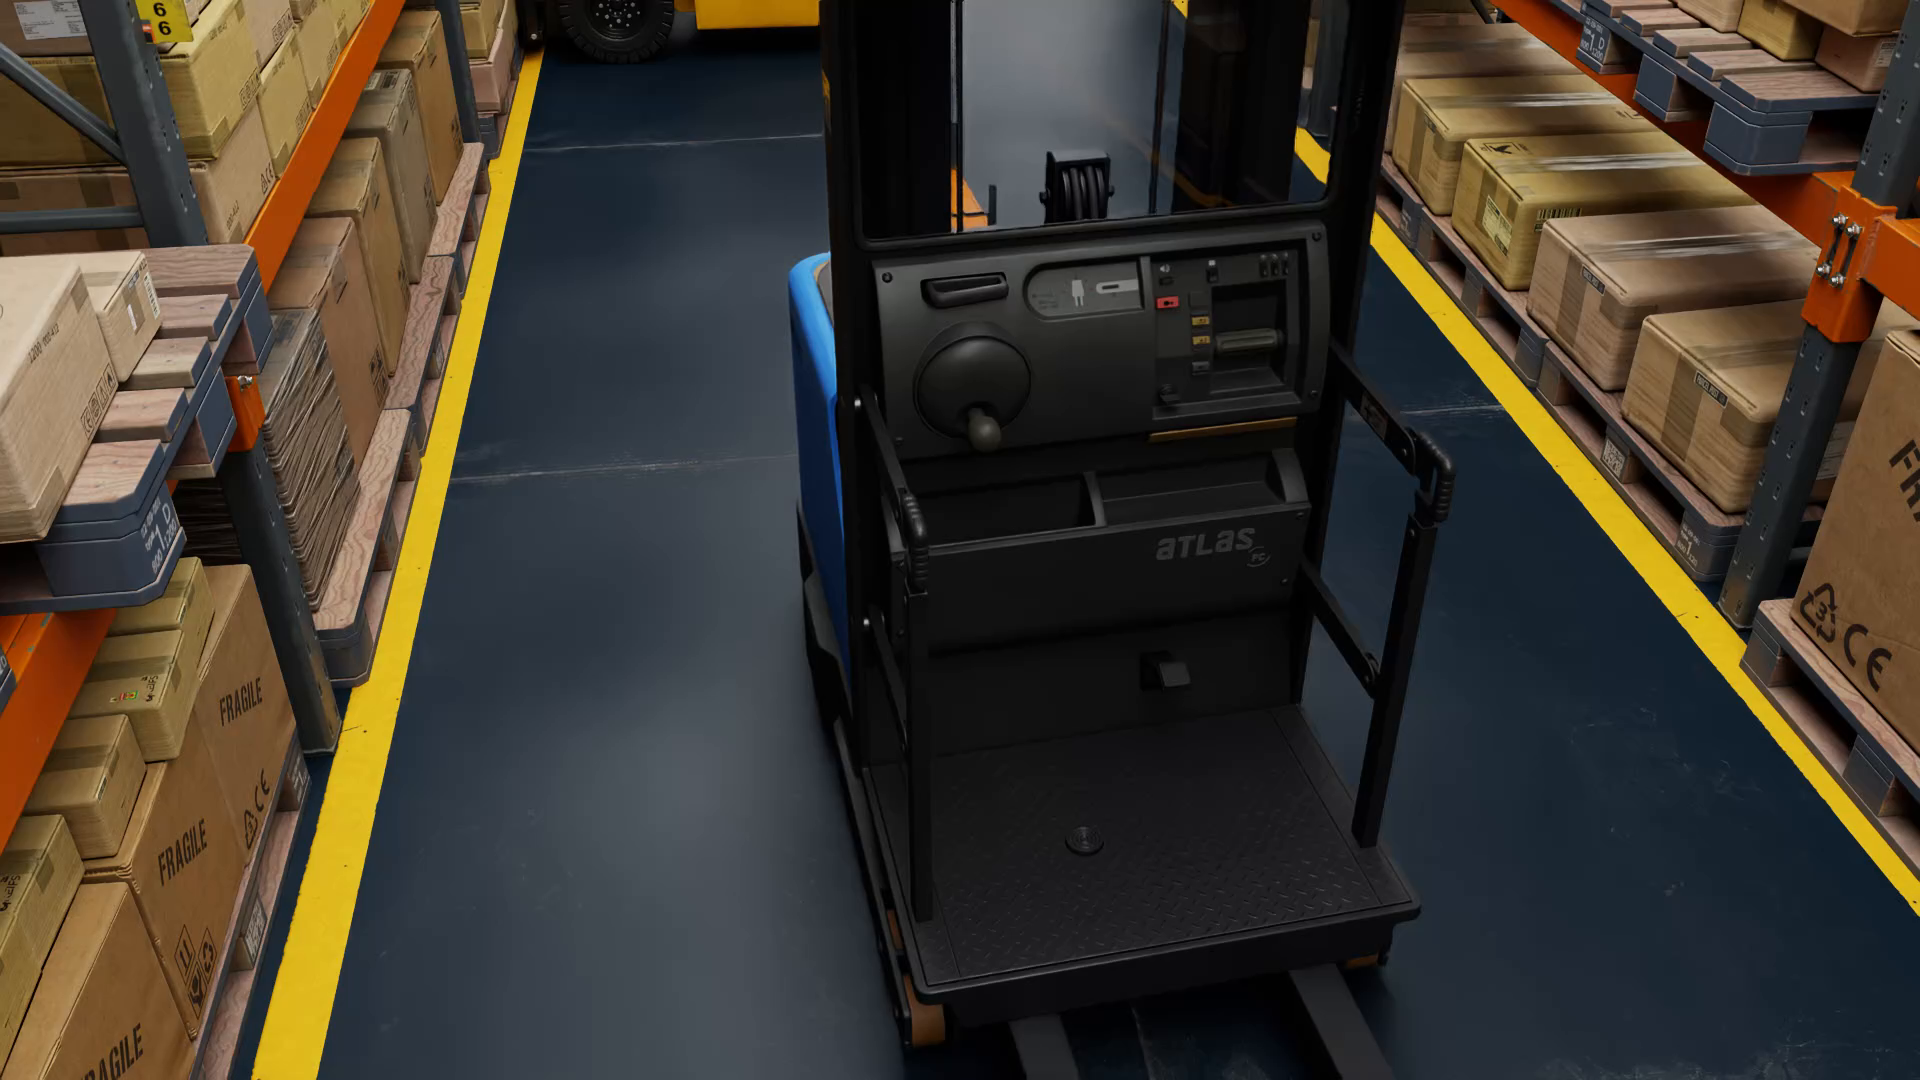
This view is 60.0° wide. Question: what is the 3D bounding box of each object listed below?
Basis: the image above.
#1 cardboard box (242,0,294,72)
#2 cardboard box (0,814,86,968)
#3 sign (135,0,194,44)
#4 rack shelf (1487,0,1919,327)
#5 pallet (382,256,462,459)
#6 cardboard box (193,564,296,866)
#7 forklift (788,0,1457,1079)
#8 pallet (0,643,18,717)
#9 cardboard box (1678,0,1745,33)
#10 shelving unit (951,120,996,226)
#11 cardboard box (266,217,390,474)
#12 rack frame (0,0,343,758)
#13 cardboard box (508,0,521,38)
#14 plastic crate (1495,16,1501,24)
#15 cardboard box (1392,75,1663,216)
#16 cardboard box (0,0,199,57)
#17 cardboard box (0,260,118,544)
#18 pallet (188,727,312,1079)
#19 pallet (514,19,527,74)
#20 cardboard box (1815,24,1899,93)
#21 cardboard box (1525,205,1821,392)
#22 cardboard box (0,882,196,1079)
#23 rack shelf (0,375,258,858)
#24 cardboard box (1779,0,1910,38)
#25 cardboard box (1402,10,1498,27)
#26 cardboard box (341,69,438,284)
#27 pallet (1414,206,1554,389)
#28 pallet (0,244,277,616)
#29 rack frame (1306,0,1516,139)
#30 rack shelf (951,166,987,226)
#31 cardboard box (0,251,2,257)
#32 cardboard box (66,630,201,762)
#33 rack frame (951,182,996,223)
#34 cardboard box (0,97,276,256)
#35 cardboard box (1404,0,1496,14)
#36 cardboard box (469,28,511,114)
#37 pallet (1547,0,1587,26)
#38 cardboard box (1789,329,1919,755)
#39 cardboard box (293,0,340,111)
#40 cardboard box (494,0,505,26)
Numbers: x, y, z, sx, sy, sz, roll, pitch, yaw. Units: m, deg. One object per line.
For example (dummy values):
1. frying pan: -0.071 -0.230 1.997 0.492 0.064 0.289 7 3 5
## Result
1. cardboard box: -2.046 -1.356 4.265 0.500 0.250 0.500 -3 34 -5
2. cardboard box: -1.796 0.633 2.928 0.380 0.149 0.250 -3 34 -5
3. sign: -1.626 -1.158 3.327 0.100 0.325 0.005 -4 35 -6
4. rack shelf: 2.487 -1.862 5.958 1.077 0.370 4.000 -4 35 -6
5. pallet: -2.395 -0.655 6.023 1.003 0.211 1.213 -4 35 -6
6. cardboard box: -1.893 0.414 3.826 0.500 0.500 0.500 -3 34 -5
7. forklift: 0.344 -0.342 3.150 1.130 2.935 3.031 -7 35 -10
8. pallet: -1.896 0.499 2.025 1.003 0.211 1.213 -4 35 -6
9. cardboard box: 2.292 -1.560 4.725 0.380 0.149 0.250 -5 35 -7
10. shelving unit: -0.073 -0.602 5.067 0.258 1.200 0.503 -7 35 -10
11. cardboard box: -2.329 -0.571 5.160 0.875 0.625 0.625 -3 34 -5
12. rack frame: -2.163 -0.665 3.563 1.000 3.000 0.127 -4 35 -6
13. cardboard box: -2.606 -2.798 8.760 0.500 0.250 0.500 -4 34 -6
14. plastic crate: 2.819 -3.007 9.592 0.402 0.080 0.583 -16 38 -23
15. cardboard box: 2.391 -1.670 6.997 0.950 0.372 0.625 -2 34 -3
16. cardboard box: -1.914 -1.175 3.646 0.380 0.149 0.250 -3 34 -5
17. cardboard box: -1.700 -0.213 2.659 0.500 0.250 0.500 -6 35 -9
18. pallet: -2.100 0.906 3.733 1.003 0.211 1.213 -4 35 -6
19. pallet: -2.933 -2.875 9.281 1.003 0.211 1.213 -4 35 -6
20. cardboard box: 2.478 -1.278 4.312 0.380 0.149 0.250 -3 34 -5
21. cardboard box: 2.582 -0.858 5.806 0.950 0.372 0.625 -5 35 -7
22. cardboard box: -1.763 0.986 2.987 0.500 0.500 0.500 -3 34 -4
23. rack shelf: -1.894 0.748 2.128 1.077 0.370 4.000 -4 35 -6
24. cardboard box: 2.419 -1.614 4.229 0.500 0.500 0.500 -5 35 -8
25. cardboard box: 2.406 -2.663 8.562 0.500 0.250 0.500 -6 35 -9
26. cardboard box: -2.522 -1.366 6.326 0.875 0.625 0.625 -5 35 -7
27. pallet: 2.491 -1.007 6.540 1.003 0.211 1.213 -4 35 -6
28. pallet: -2.002 -0.213 3.070 1.213 0.211 1.003 -4 35 -6
29. rack frame: 2.218 -3.276 7.393 1.000 3.000 0.127 -4 35 -6
30. rack shelf: -0.073 -0.926 4.846 0.258 0.148 0.480 -7 35 -10
31. cardboard box: -2.476 -0.835 3.945 0.500 0.250 0.500 -5 35 -7
32. cardboard box: -1.778 0.332 3.370 0.380 0.149 0.250 -6 35 -9
33. rack frame: -0.020 -0.467 4.870 0.240 1.200 0.015 -7 35 -10
34. cardboard box: -1.980 -0.870 3.996 0.500 0.250 0.500 -4 35 -6
35. cardboard box: 2.406 -2.972 8.351 0.500 0.500 0.500 -3 34 -4
36. cardboard box: -2.437 -2.230 7.927 0.500 0.250 0.500 -4 34 -6
37. pallet: 2.449 -2.066 5.788 1.003 0.211 1.213 -4 35 -6
38. cardboard box: 2.766 0.053 4.023 0.875 0.875 0.875 -5 35 -7
39. cardboard box: -2.119 -1.438 4.829 0.500 0.250 0.500 -5 35 -8
40. cardboard box: -2.529 -2.716 8.196 0.500 0.250 0.500 -5 35 -7
